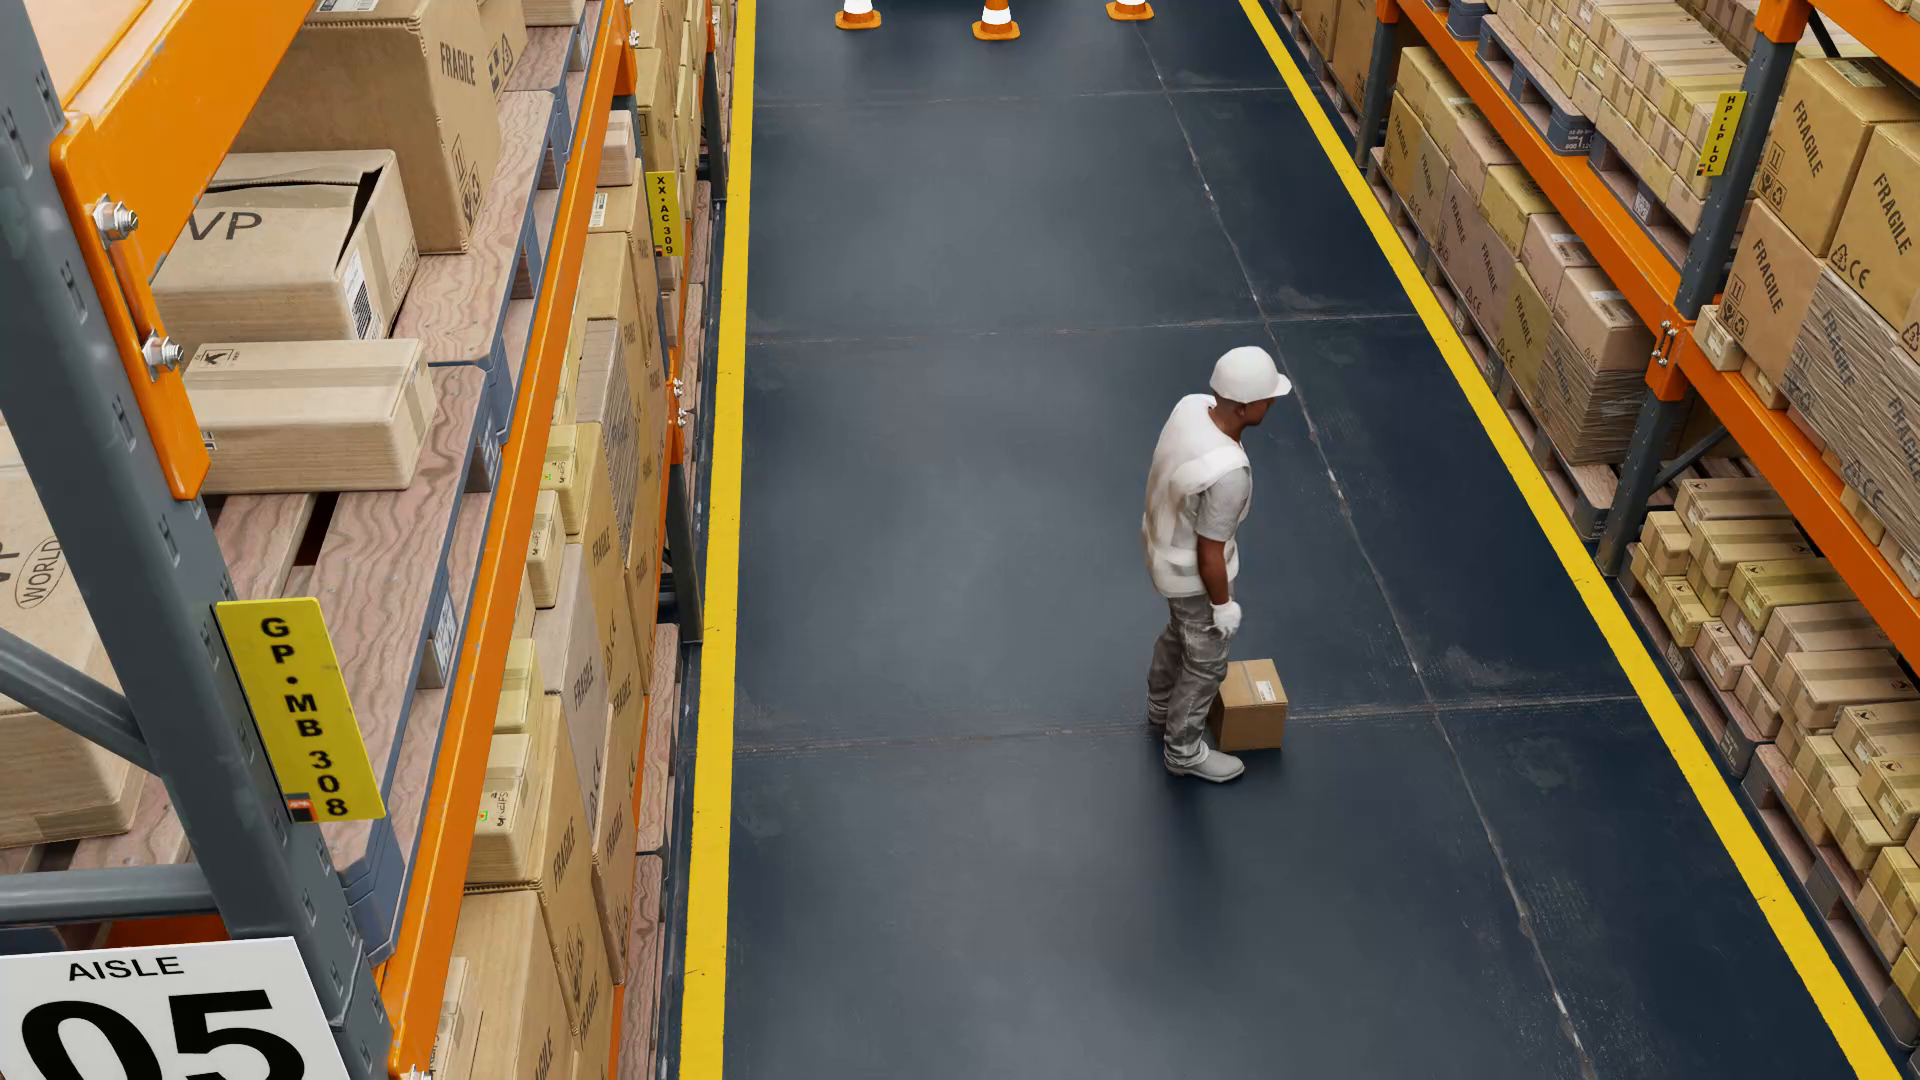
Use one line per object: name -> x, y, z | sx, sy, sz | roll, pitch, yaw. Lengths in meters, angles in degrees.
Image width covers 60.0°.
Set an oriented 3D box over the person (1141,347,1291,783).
person -> 0.892, 0.084, 6.041 | 0.450, 1.773, 0.616 | -3, 39, -4
